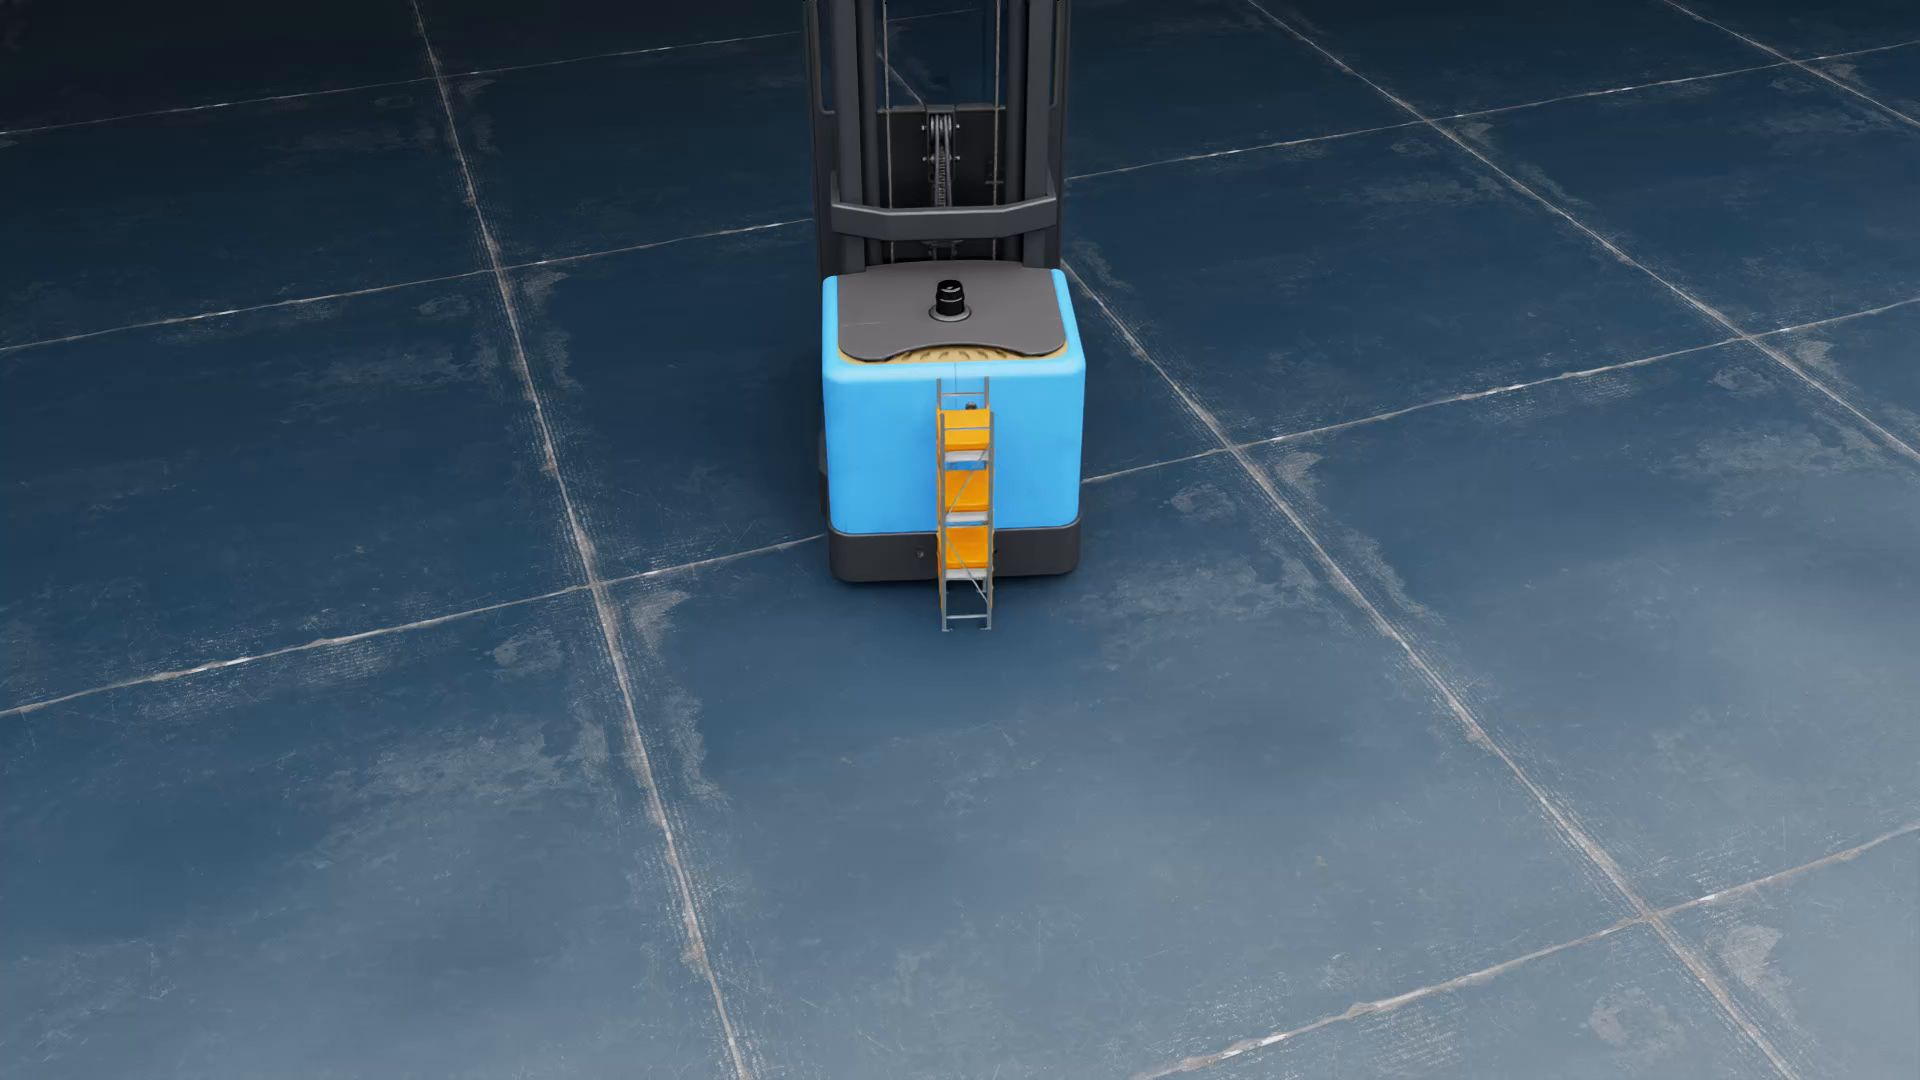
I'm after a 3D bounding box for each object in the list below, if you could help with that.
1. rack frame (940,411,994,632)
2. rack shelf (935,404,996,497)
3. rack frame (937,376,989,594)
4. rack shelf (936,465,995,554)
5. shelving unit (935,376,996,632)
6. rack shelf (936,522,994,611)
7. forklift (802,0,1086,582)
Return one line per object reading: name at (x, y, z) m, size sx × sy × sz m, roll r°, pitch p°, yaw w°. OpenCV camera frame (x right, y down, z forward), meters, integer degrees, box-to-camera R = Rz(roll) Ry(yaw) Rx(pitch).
rack frame at (0.027, -0.052, 6.446) m, size 0.200 × 1.050 × 0.008 m, roll -2°, pitch 37°, yaw -3°
rack shelf at (0.019, -0.343, 6.379) m, size 0.215 × 0.259 × 0.240 m, roll -2°, pitch 37°, yaw -3°
rack frame at (0.011, -0.198, 6.641) m, size 0.200 × 1.050 × 0.008 m, roll -2°, pitch 37°, yaw -3°
rack shelf at (0.019, -0.117, 6.550) m, size 0.215 × 0.259 × 0.240 m, roll -2°, pitch 37°, yaw -3°
shelving unit at (0.019, -0.125, 6.543) m, size 0.215 × 1.050 × 0.252 m, roll -2°, pitch 37°, yaw -3°
rack shelf at (0.019, 0.105, 6.717) m, size 0.215 × 0.259 × 0.240 m, roll -2°, pitch 37°, yaw -3°
forklift at (-0.110, -1.863, 7.287) m, size 1.130 × 2.935 × 3.031 m, roll -2°, pitch 37°, yaw -3°
